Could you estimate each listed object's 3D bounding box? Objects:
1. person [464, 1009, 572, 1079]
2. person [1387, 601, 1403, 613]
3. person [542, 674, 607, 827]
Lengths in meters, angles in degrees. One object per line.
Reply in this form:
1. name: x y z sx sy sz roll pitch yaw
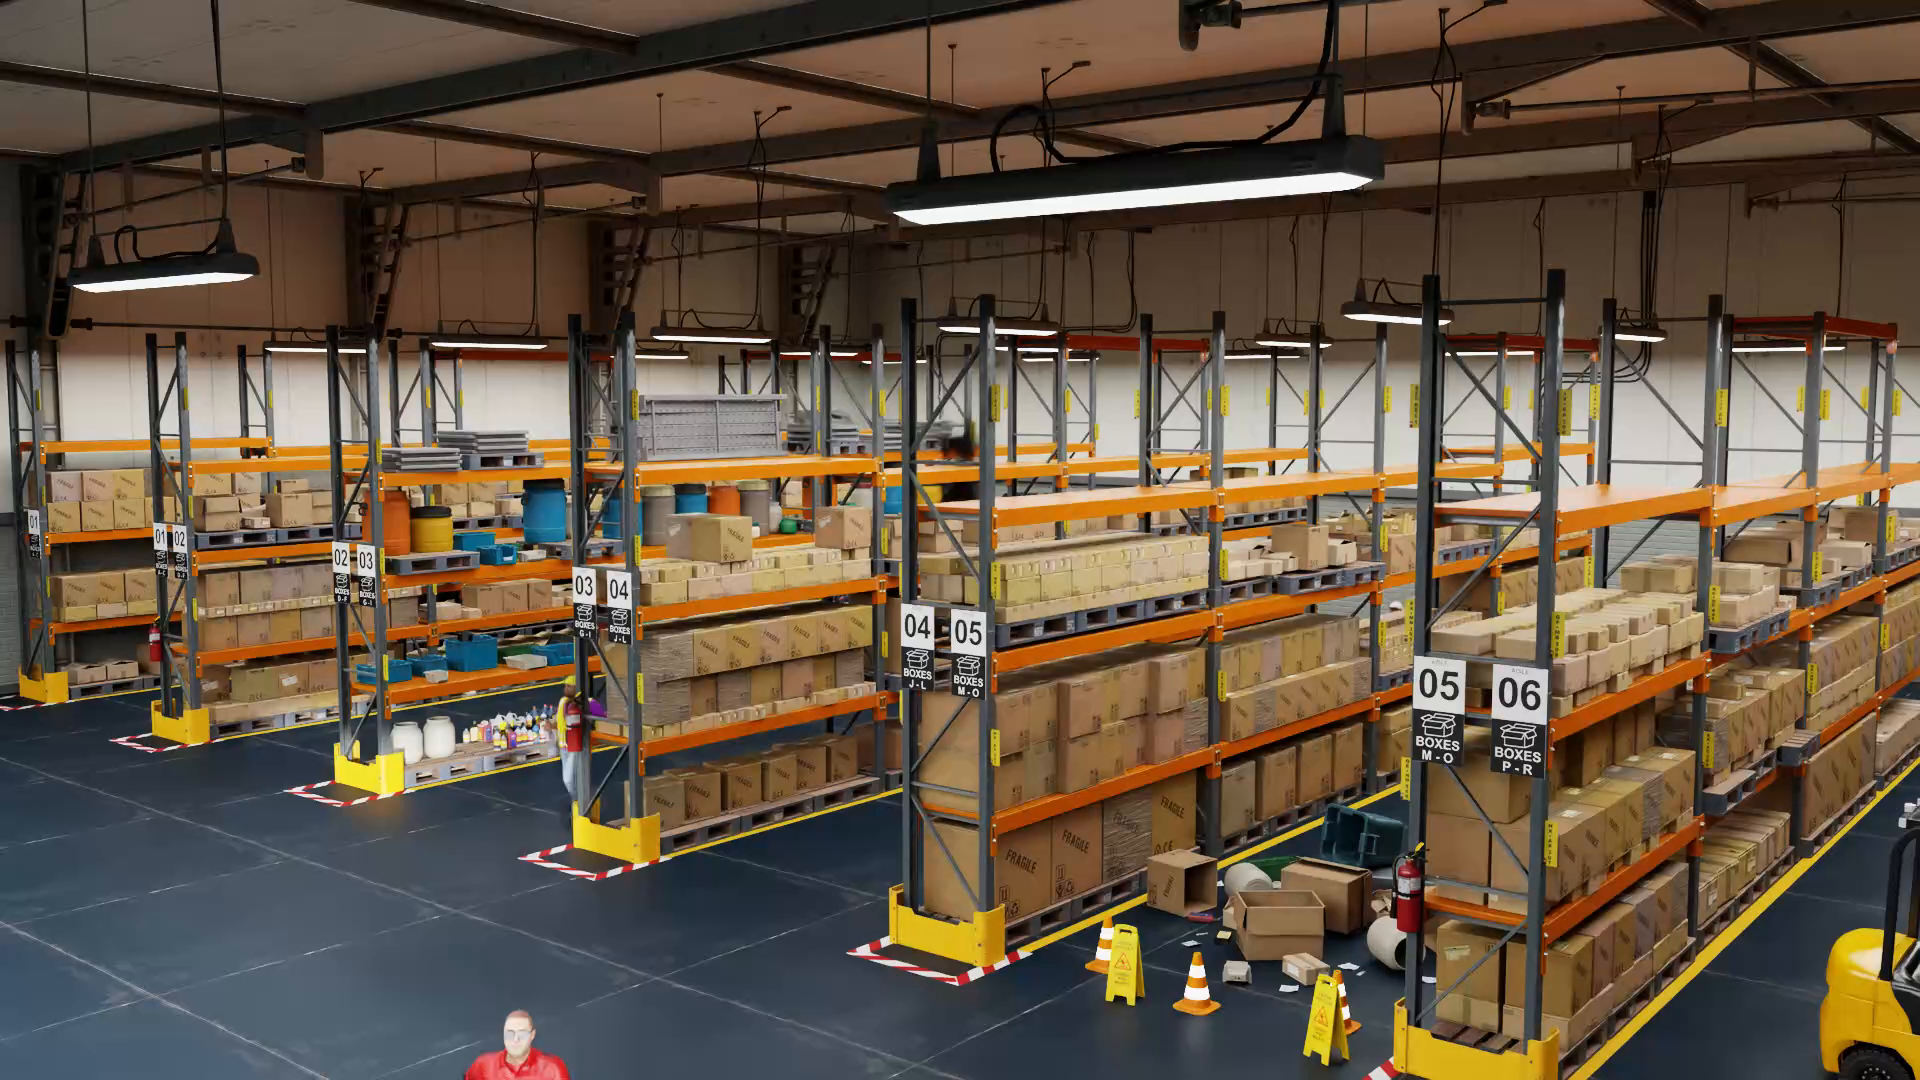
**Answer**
1. person: -2.441 3.499 9.200 0.637 1.784 0.725 -1 5 -10
2. person: 7.128 1.851 27.051 0.807 1.710 0.719 -5 7 -42
3. person: -4.622 2.513 19.864 0.677 1.826 0.677 4 6 35
